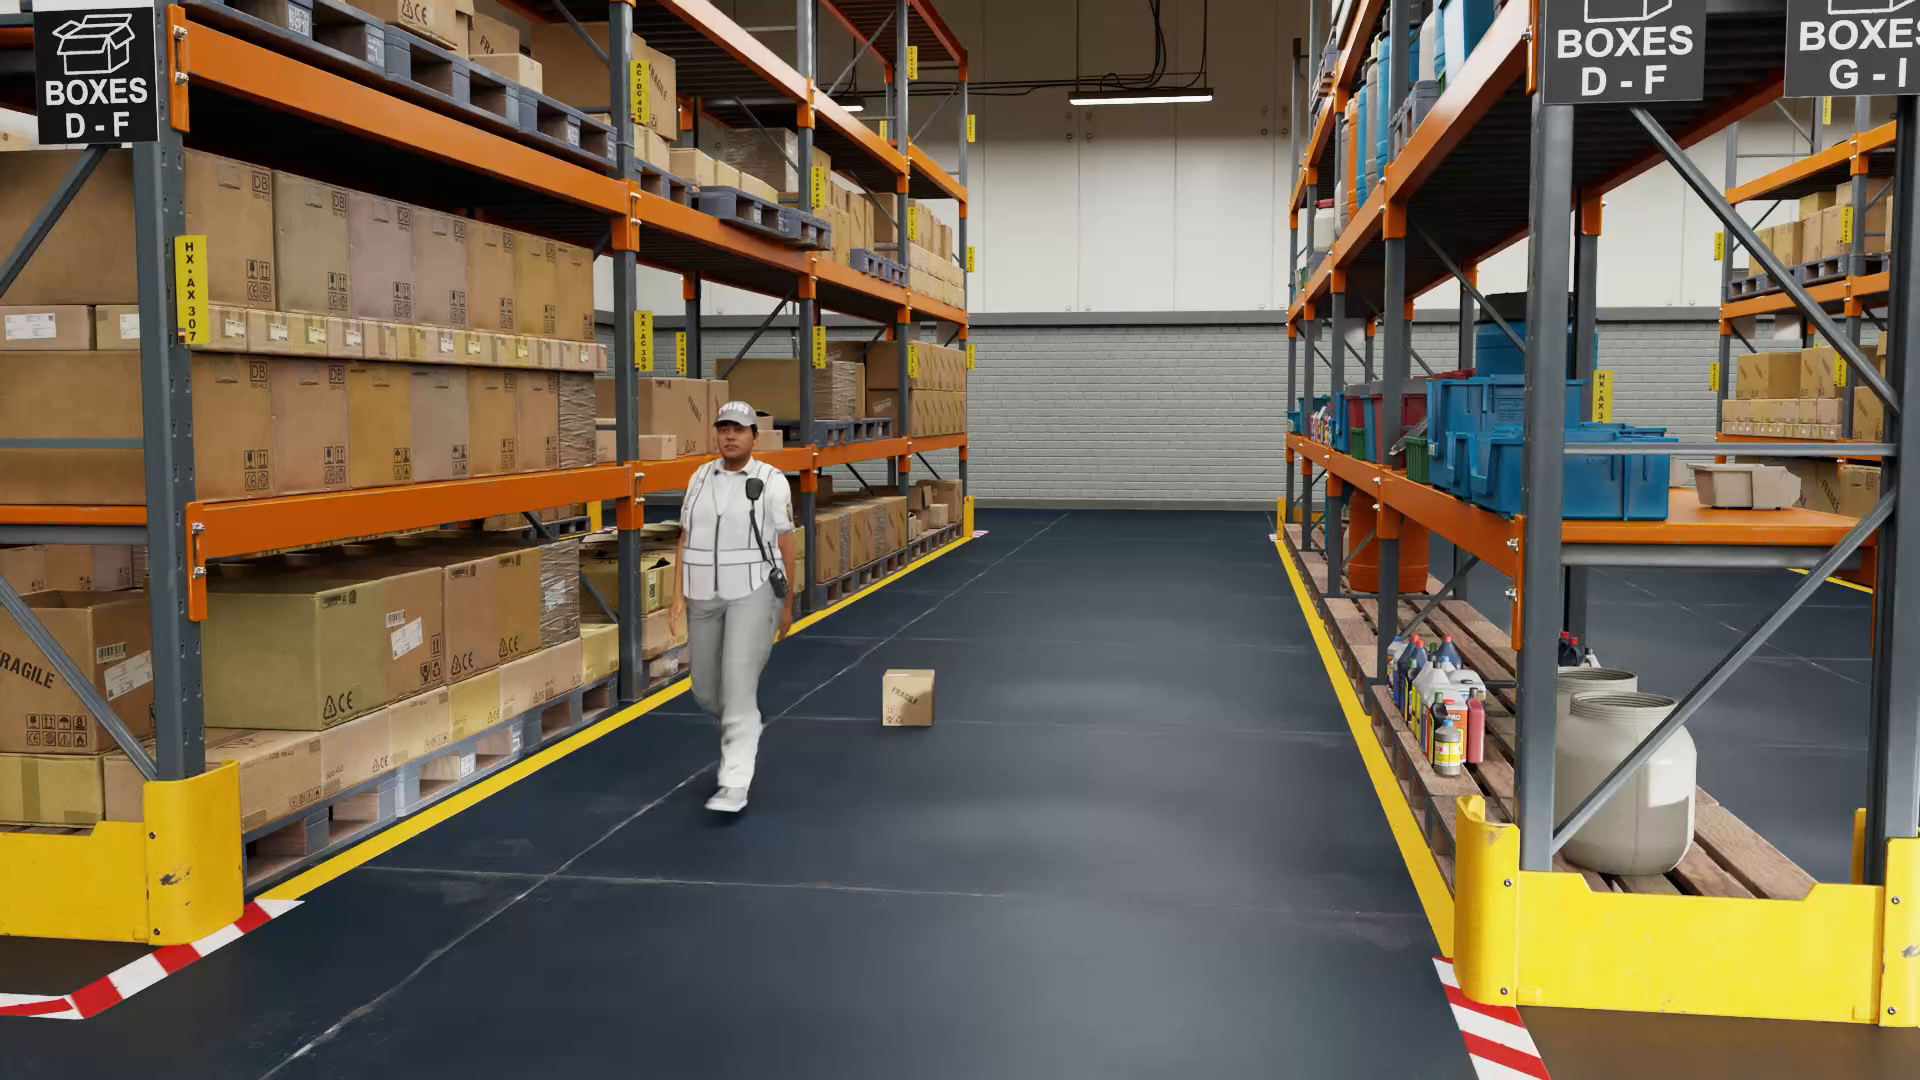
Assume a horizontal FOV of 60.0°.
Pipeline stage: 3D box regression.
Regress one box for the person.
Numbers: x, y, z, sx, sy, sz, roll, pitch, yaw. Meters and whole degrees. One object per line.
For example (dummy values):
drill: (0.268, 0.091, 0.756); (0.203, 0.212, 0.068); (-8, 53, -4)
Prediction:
person: (-0.926, 0.240, 6.846); (0.484, 1.620, 0.930); (1, 5, 16)
